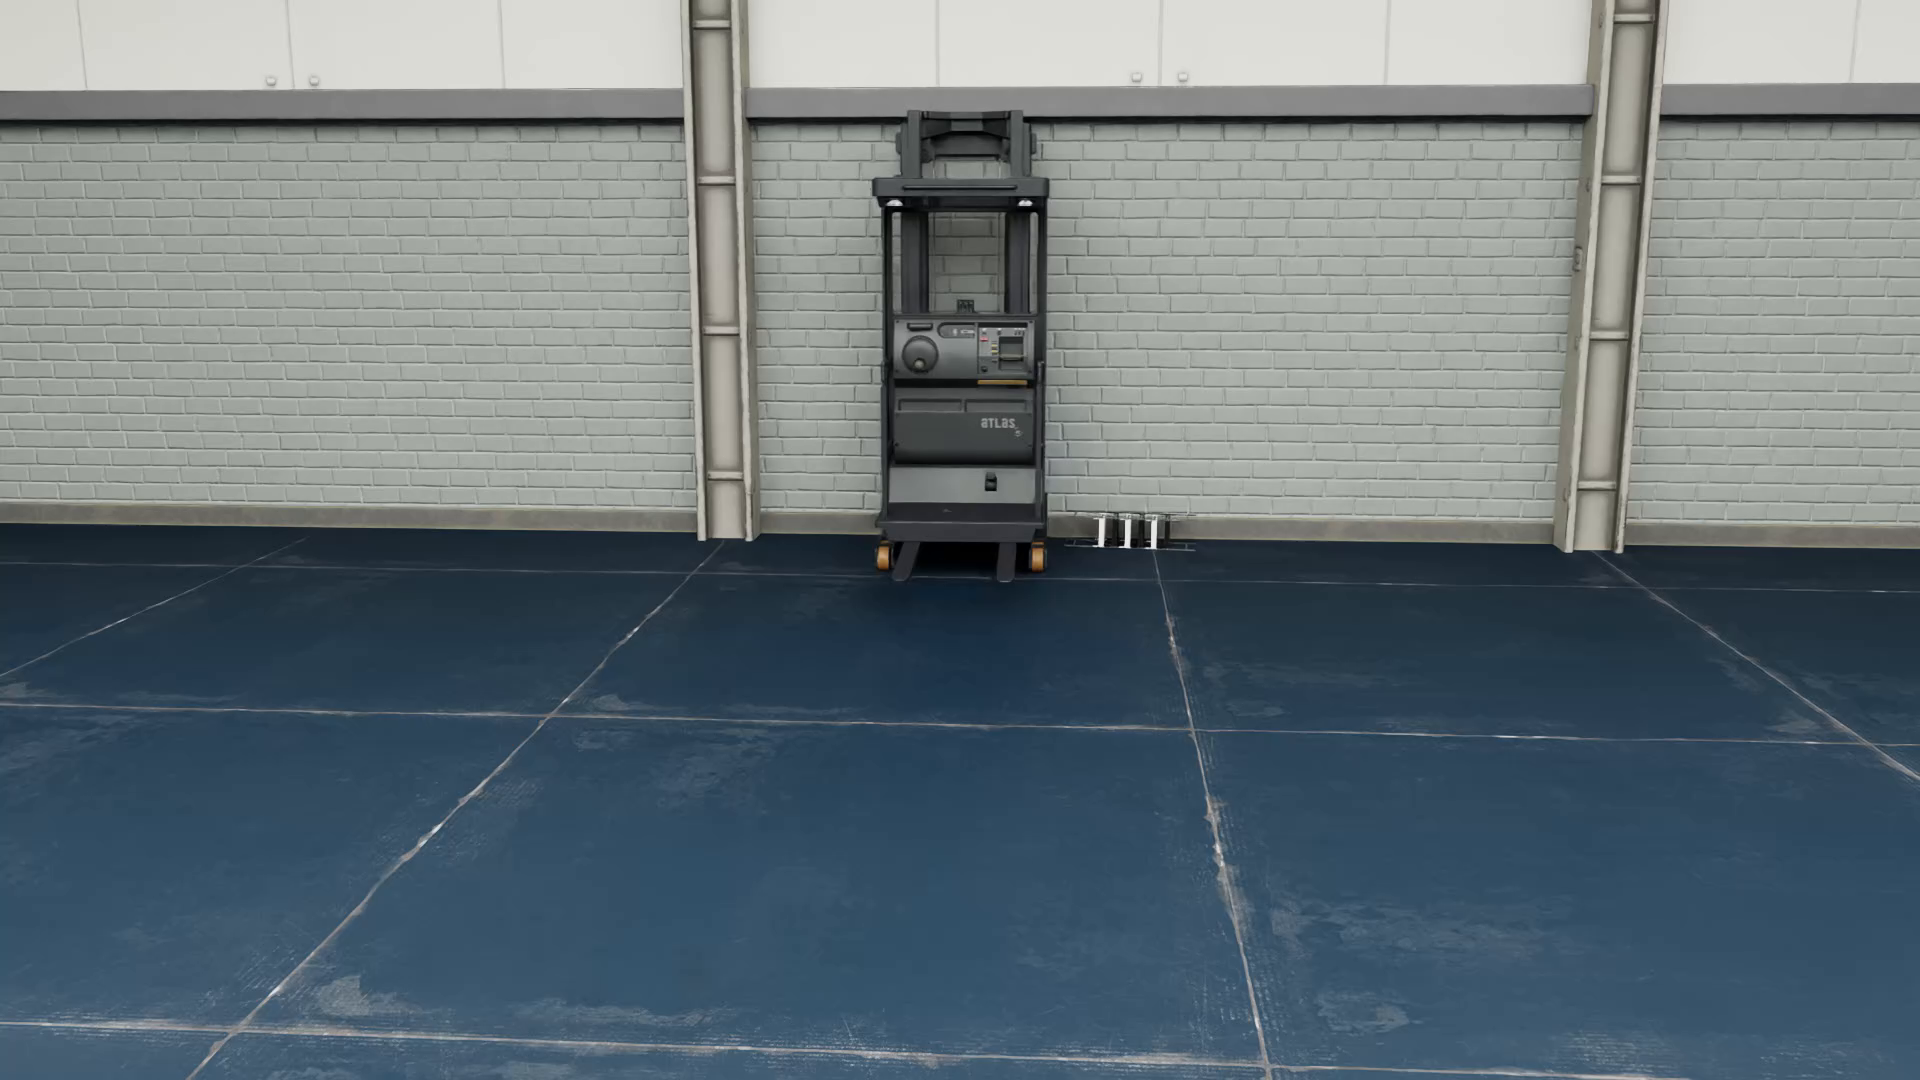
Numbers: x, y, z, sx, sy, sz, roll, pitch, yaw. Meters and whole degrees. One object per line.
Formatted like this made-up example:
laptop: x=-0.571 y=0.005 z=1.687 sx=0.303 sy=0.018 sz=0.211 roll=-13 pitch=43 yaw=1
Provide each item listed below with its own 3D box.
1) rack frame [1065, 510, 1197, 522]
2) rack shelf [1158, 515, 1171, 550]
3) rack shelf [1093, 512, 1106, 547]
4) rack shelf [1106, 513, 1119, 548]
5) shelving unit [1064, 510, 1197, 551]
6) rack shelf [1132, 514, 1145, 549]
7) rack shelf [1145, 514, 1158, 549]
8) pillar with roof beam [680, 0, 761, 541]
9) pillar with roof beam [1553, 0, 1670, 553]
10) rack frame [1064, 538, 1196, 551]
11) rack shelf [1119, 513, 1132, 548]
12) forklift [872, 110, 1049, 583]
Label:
rack frame: x=1.188 y=-0.167 z=11.537 sx=0.900 sy=0.006 sz=0.240 roll=2 pitch=12 yaw=8
rack shelf: x=1.421 y=-0.058 z=11.525 sx=0.077 sy=0.200 sz=0.258 roll=2 pitch=12 yaw=8
rack shelf: x=0.976 y=-0.075 z=11.587 sx=0.077 sy=0.200 sz=0.258 roll=2 pitch=12 yaw=8
rack shelf: x=1.065 y=-0.072 z=11.575 sx=0.077 sy=0.200 sz=0.258 roll=2 pitch=12 yaw=8
shelving unit: x=1.187 y=-0.067 z=11.558 sx=0.900 sy=0.210 sz=0.258 roll=2 pitch=12 yaw=8
rack shelf: x=1.243 y=-0.065 z=11.550 sx=0.077 sy=0.200 sz=0.258 roll=2 pitch=12 yaw=8
rack shelf: x=1.332 y=-0.062 z=11.537 sx=0.077 sy=0.200 sz=0.258 roll=2 pitch=12 yaw=8
pillar with roof beam: x=-1.935 y=-3.552 z=6.771 sx=0.400 sy=9.000 sz=9.100 roll=1 pitch=12 yaw=4
pillar with roof beam: x=4.052 y=-3.470 z=6.378 sx=0.400 sy=9.000 sz=9.100 roll=1 pitch=12 yaw=4
rack frame: x=1.186 y=0.032 z=11.578 sx=0.900 sy=0.006 sz=0.240 roll=2 pitch=12 yaw=8
rack shelf: x=1.154 y=-0.068 z=11.562 sx=0.077 sy=0.200 sz=0.258 roll=2 pitch=12 yaw=8
forklift: x=0.019 y=-1.290 z=10.779 sx=1.130 sy=2.935 sz=3.031 roll=1 pitch=12 yaw=2
